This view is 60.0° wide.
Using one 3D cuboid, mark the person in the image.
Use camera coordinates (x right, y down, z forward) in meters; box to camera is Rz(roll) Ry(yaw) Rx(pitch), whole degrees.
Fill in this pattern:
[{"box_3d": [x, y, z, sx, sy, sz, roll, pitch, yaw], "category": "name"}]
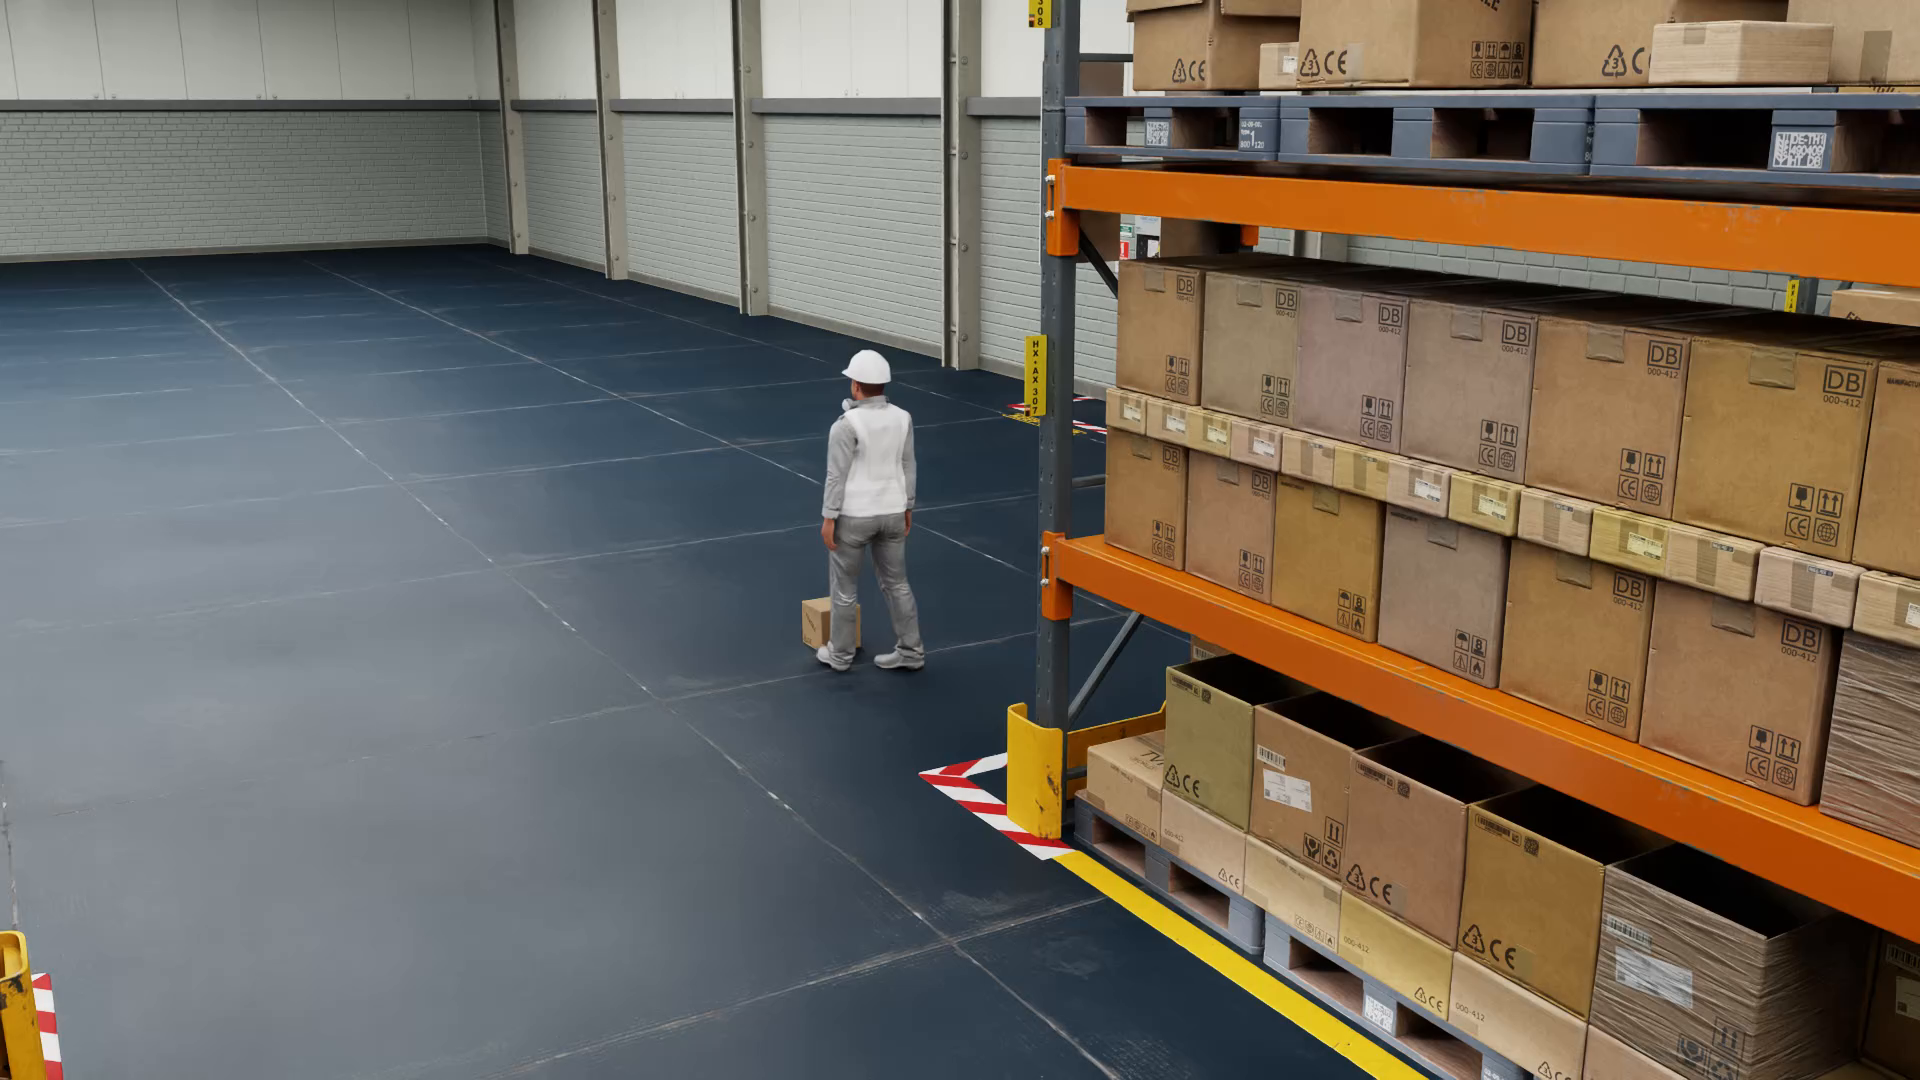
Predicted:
[{"box_3d": [-0.534, -0.150, 9.037, 0.566, 1.784, 0.563, -11, 18, -36], "category": "person"}]
